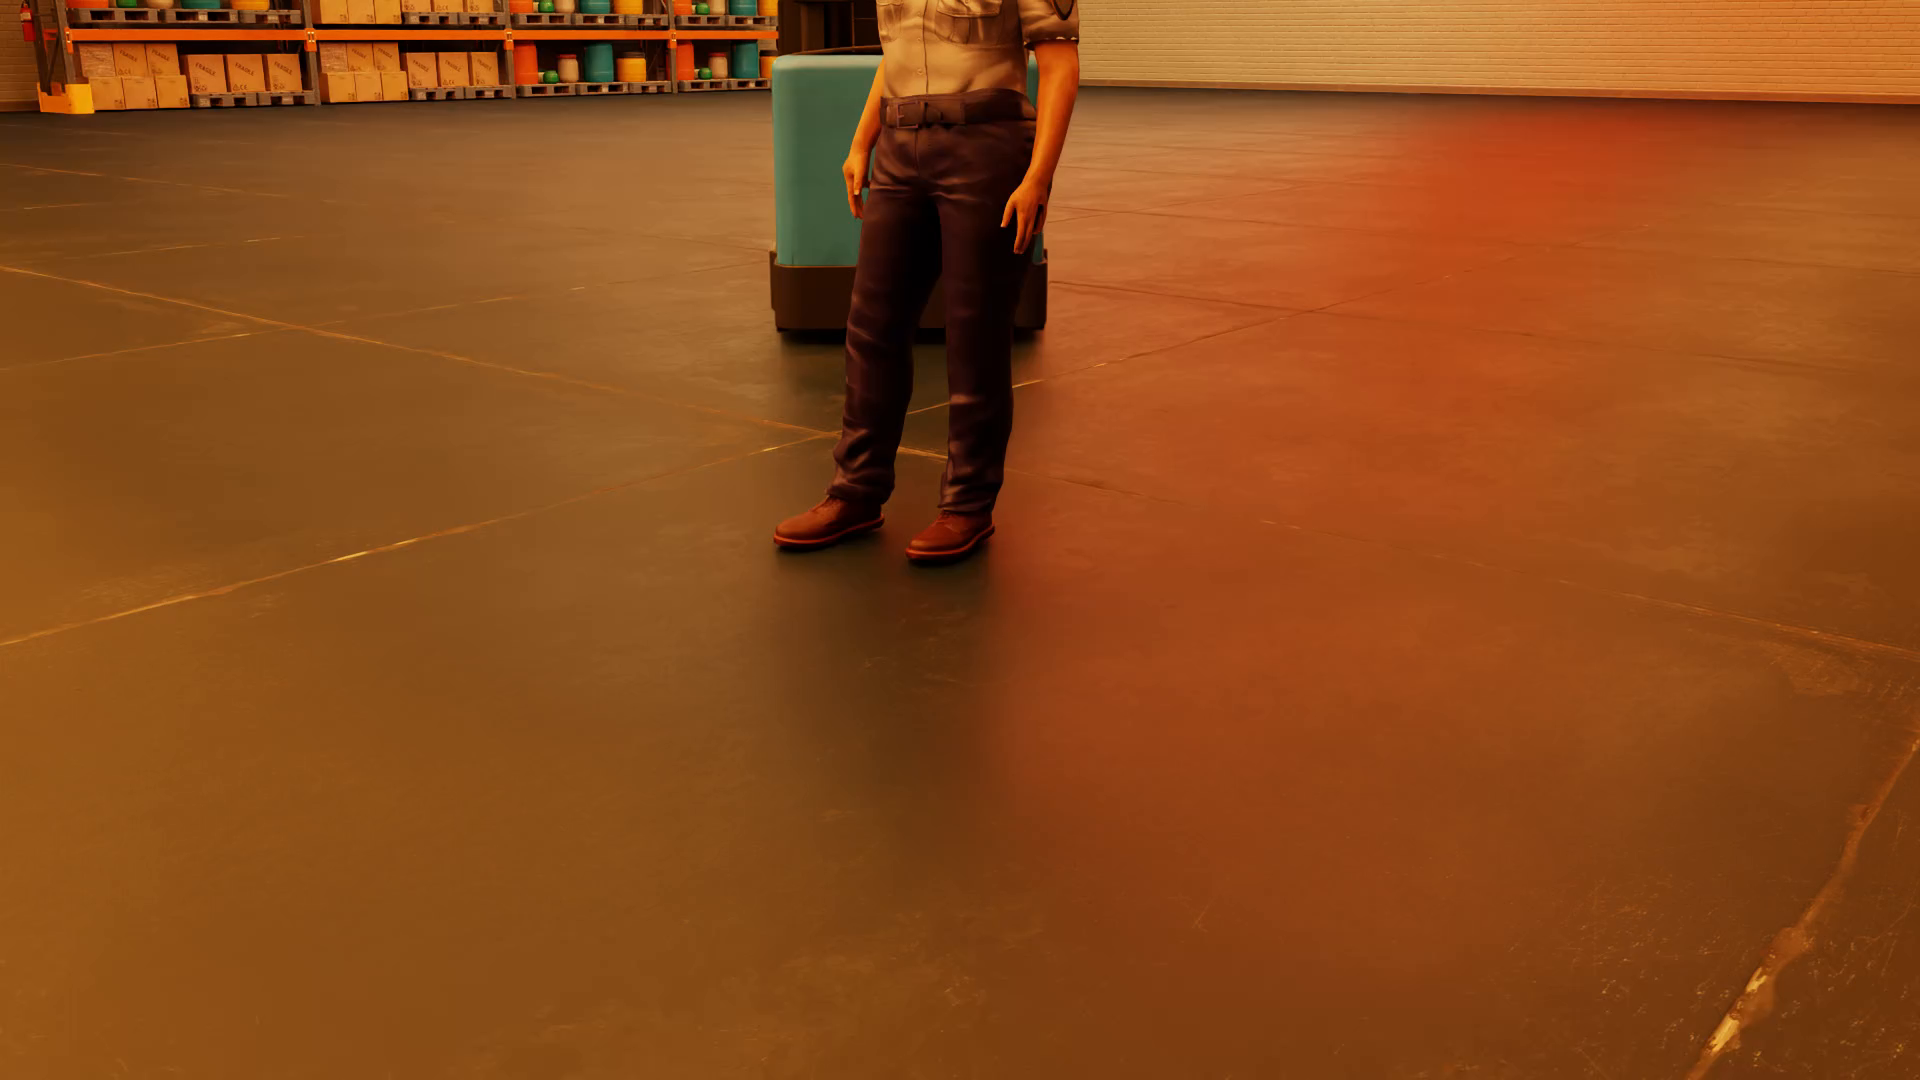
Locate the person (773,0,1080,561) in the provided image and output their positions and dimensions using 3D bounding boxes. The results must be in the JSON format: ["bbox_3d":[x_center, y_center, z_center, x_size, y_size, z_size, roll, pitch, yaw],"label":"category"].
[{"bbox_3d":[-0.075,-0.779,3.648,0.598,1.651,0.502,13,21,37],"label":"person"}]

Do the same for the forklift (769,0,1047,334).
[{"bbox_3d":[-0.259,-2.581,7.397,1.130,2.935,3.031,-1,17,-3],"label":"forklift"}]
